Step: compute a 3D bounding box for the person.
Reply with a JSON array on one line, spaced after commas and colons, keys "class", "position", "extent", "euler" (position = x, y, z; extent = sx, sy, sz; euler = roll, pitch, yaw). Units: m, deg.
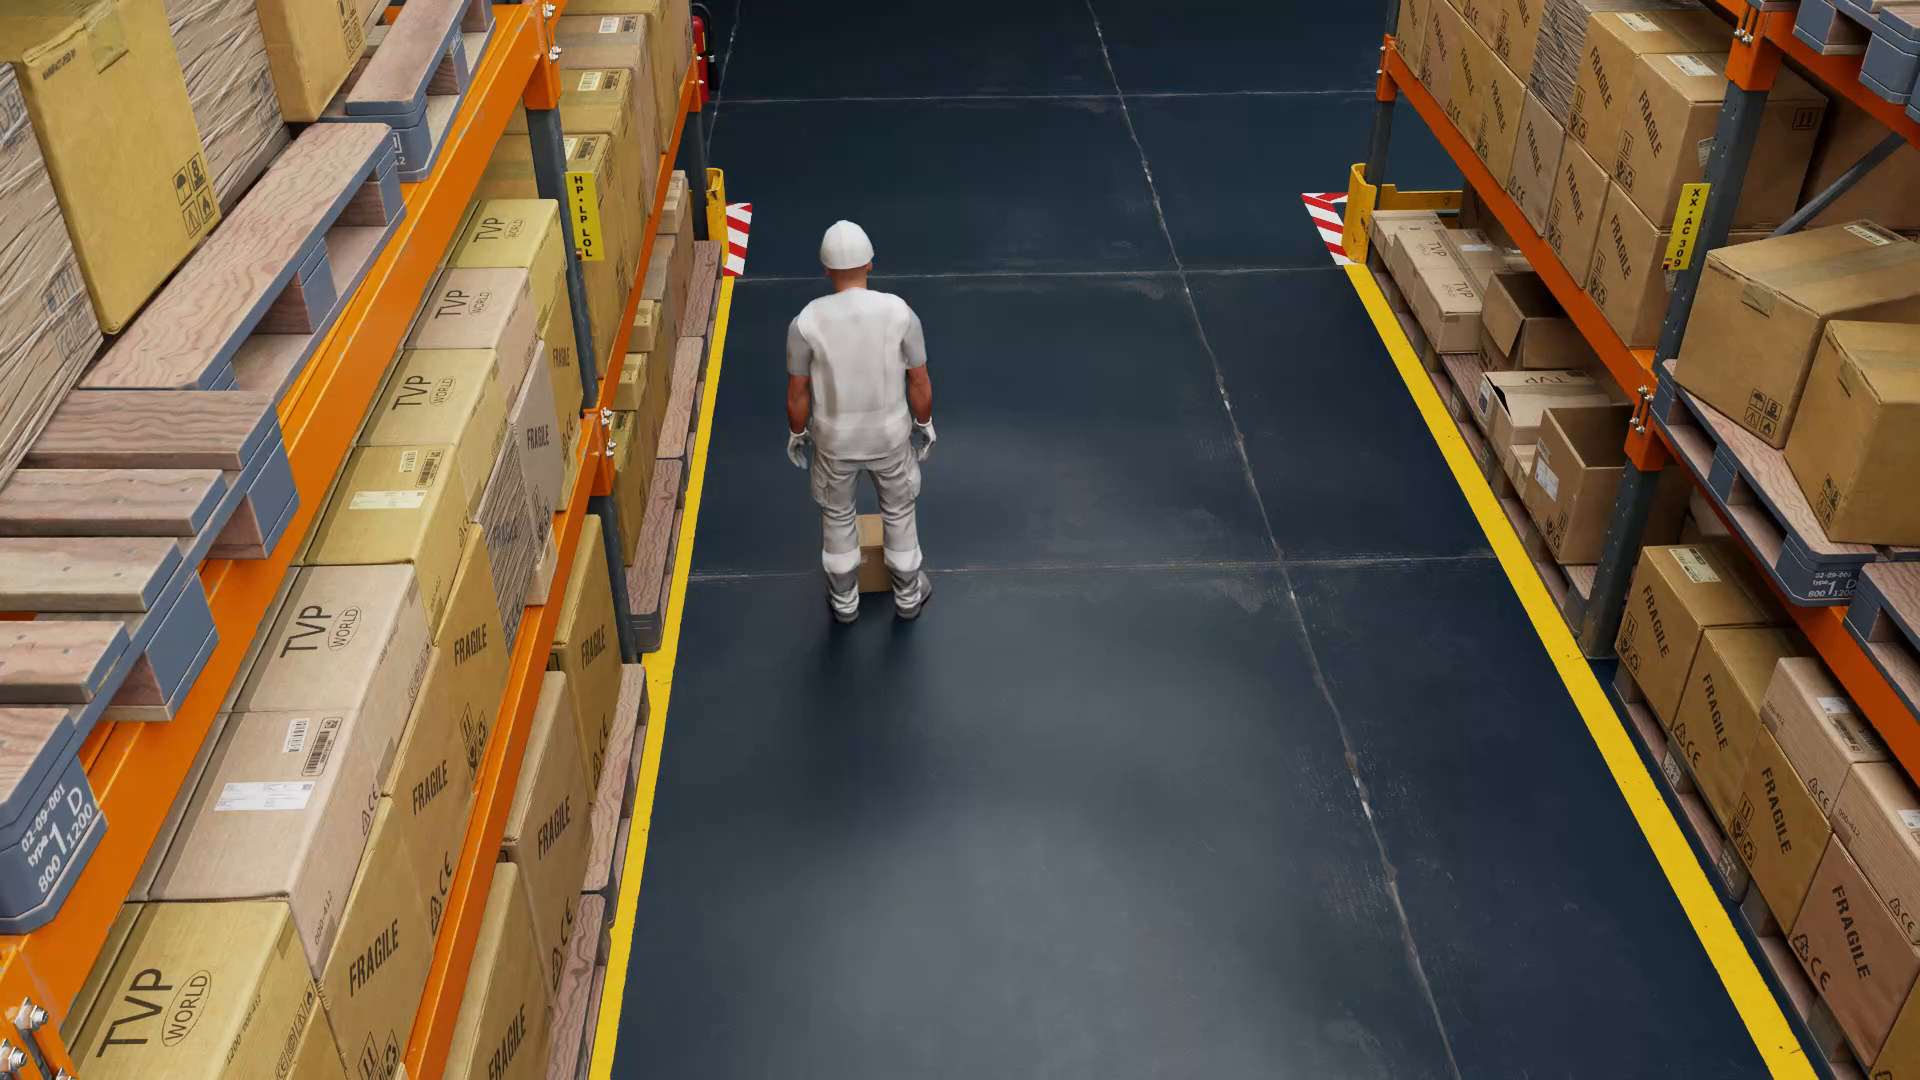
[{"class": "person", "position": [-0.402, -0.437, 6.760], "extent": [0.610, 1.777, 0.452], "euler": [-3, 35, -5]}]
